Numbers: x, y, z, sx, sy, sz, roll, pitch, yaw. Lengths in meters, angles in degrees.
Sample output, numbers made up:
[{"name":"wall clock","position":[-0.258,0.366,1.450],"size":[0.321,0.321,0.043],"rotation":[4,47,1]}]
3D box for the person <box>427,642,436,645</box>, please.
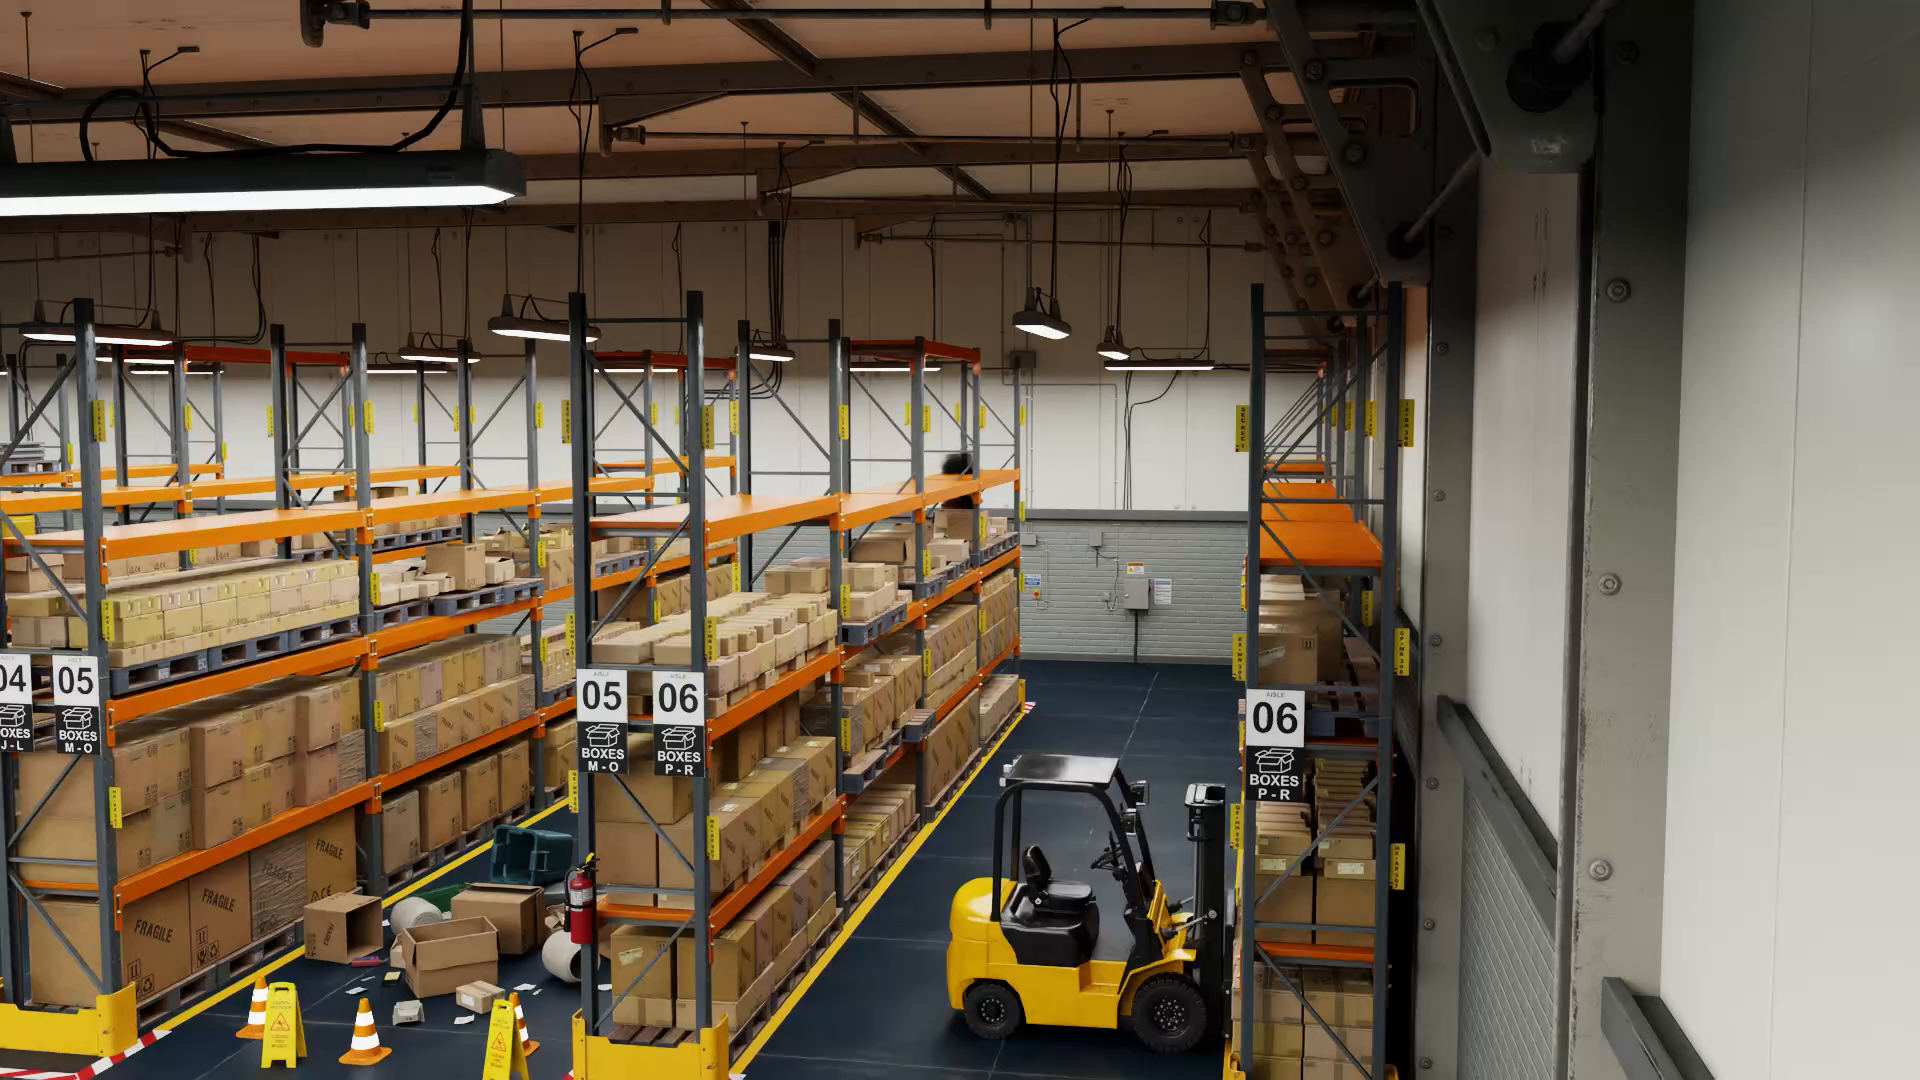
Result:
[{"name":"person","position":[-7.475,2.363,23.961],"size":[0.670,1.847,0.926],"rotation":[1,5,9]}]
